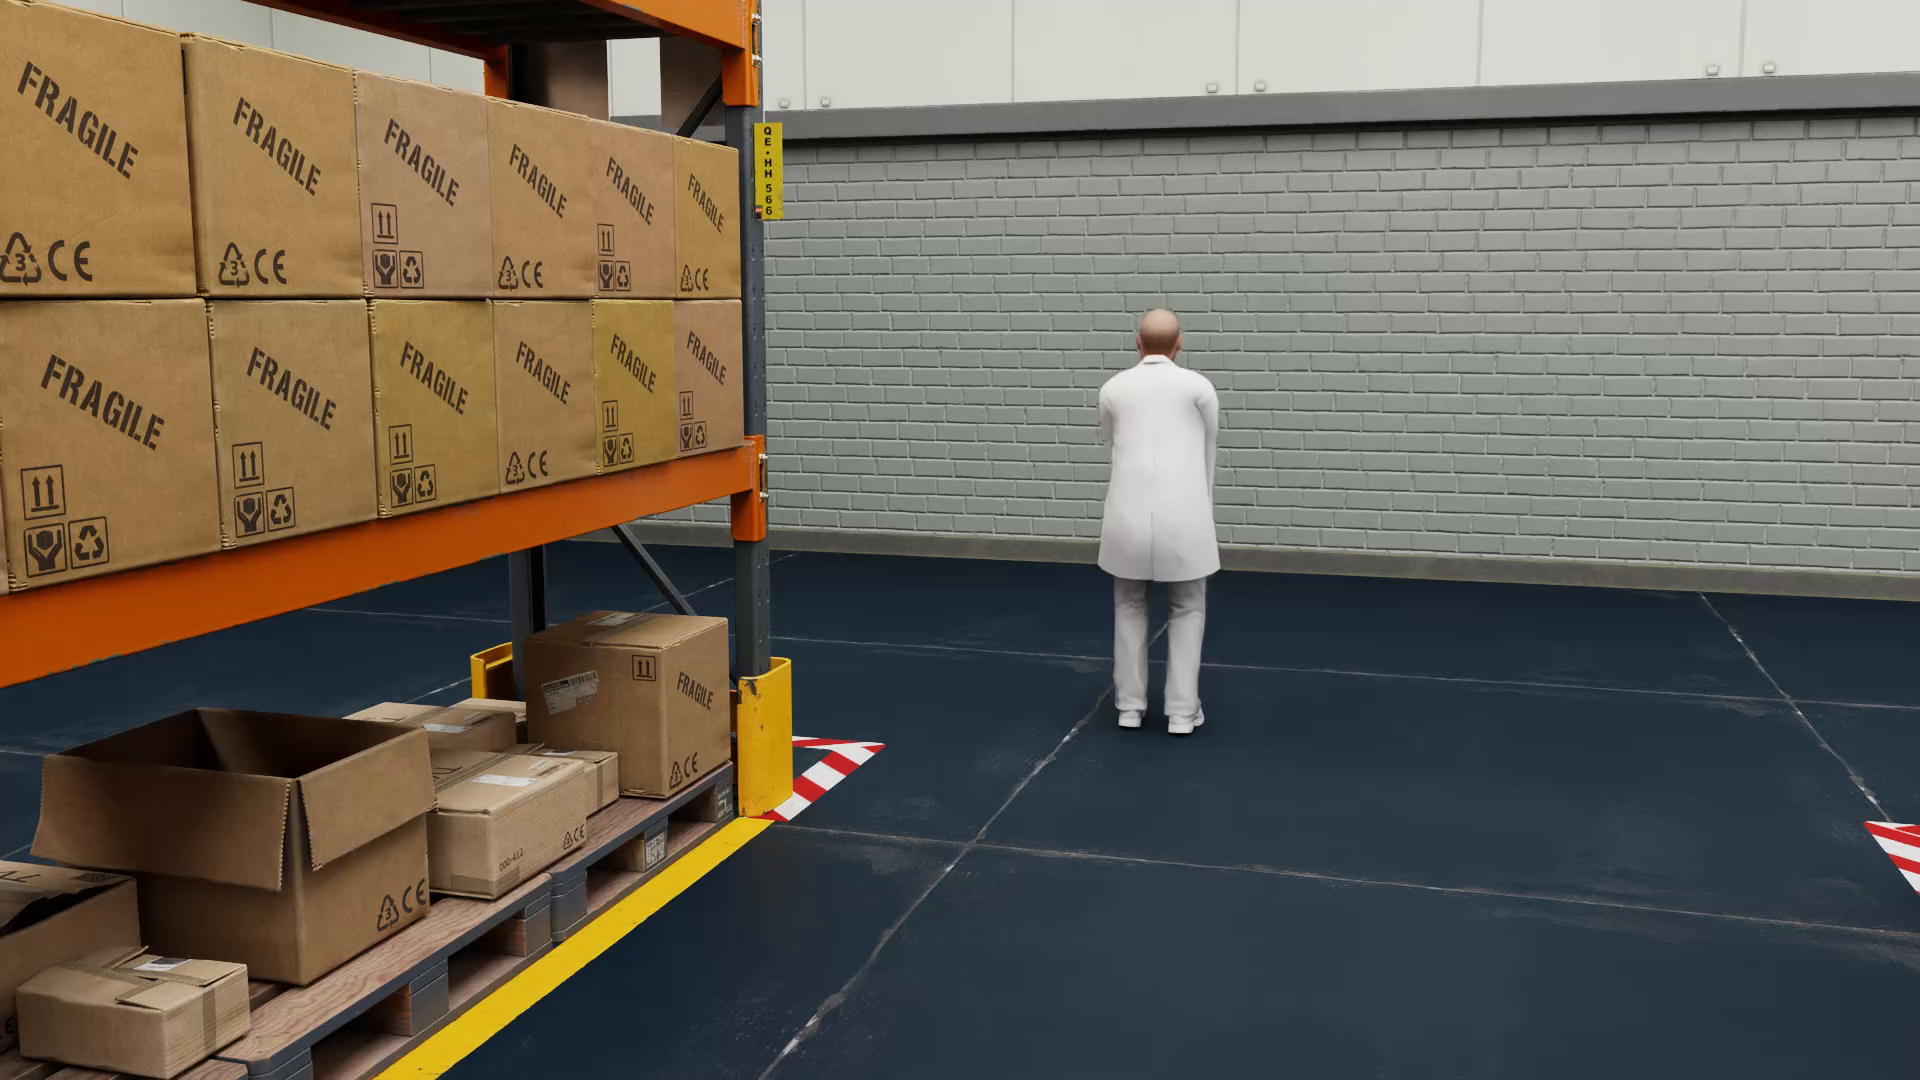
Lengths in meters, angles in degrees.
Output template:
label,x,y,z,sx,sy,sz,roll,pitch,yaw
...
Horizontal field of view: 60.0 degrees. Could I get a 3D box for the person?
label,x,y,z,sx,sy,sz,roll,pitch,yaw
person,0.856,-0.092,7.071,0.529,1.770,0.582,2,8,15
